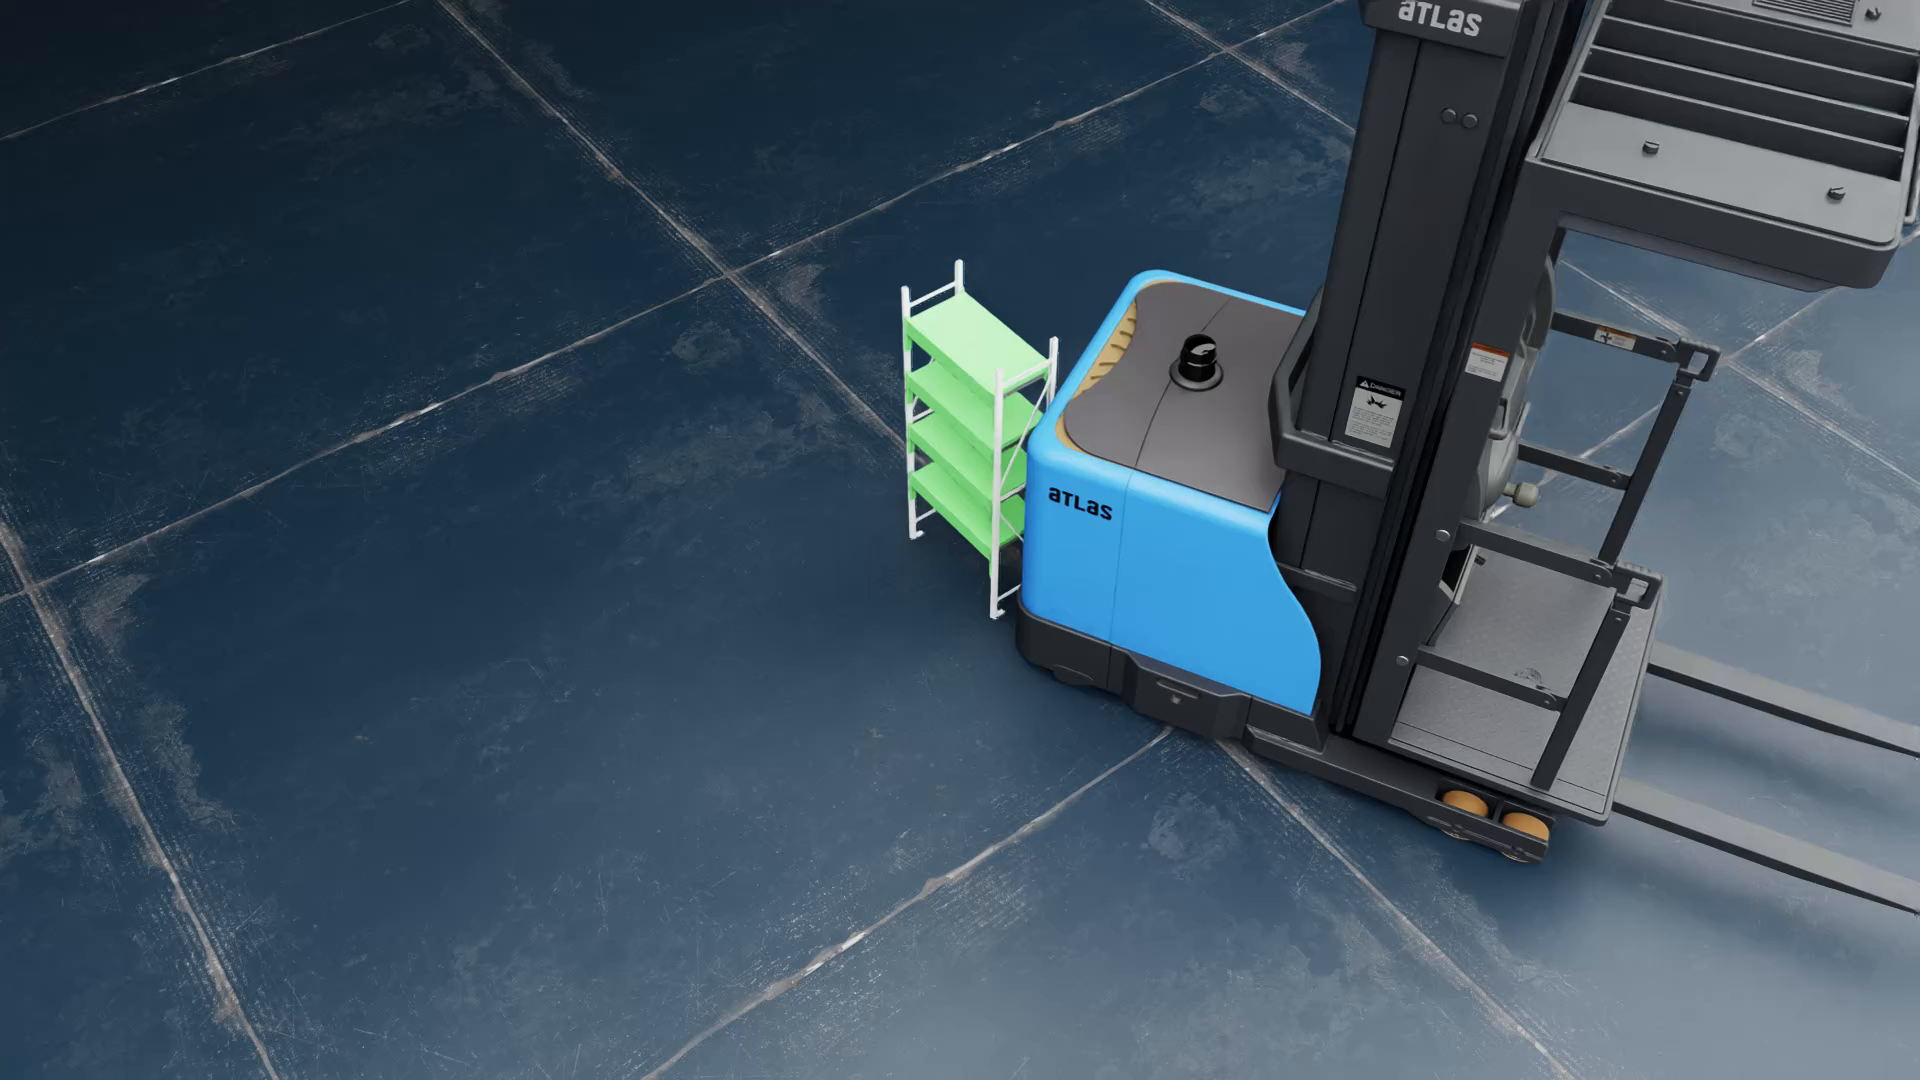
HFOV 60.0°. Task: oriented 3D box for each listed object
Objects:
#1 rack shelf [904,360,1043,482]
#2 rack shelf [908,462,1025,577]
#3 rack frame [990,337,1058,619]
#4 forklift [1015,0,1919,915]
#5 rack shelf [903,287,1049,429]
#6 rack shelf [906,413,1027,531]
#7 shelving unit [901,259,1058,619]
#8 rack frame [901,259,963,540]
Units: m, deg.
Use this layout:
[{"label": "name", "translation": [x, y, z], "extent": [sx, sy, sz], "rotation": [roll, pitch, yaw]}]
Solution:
[{"label": "rack shelf", "translation": [0.059, -0.437, 5.598], "extent": [0.258, 0.148, 0.480], "rotation": [-30, 54, -24]}, {"label": "rack shelf", "translation": [0.059, -0.114, 5.954], "extent": [0.258, 0.148, 0.480], "rotation": [-30, 54, -24]}, {"label": "rack frame", "translation": [0.208, -0.175, 5.599], "extent": [0.240, 1.200, 0.015], "rotation": [-30, 54, -24]}, {"label": "forklift", "translation": [1.750, -0.410, 4.643], "extent": [3.031, 2.935, 1.130], "rotation": [20, 51, 17]}, {"label": "rack shelf", "translation": [0.059, -0.598, 5.421], "extent": [0.258, 0.148, 0.480], "rotation": [-30, 54, -24]}, {"label": "rack shelf", "translation": [0.059, -0.276, 5.776], "extent": [0.258, 0.148, 0.480], "rotation": [-30, 54, -24]}, {"label": "shelving unit", "translation": [0.059, -0.319, 5.729], "extent": [0.258, 1.200, 0.503], "rotation": [-30, 54, -24]}, {"label": "rack frame", "translation": [-0.090, -0.462, 5.859], "extent": [0.240, 1.200, 0.015], "rotation": [-30, 54, -24]}]
